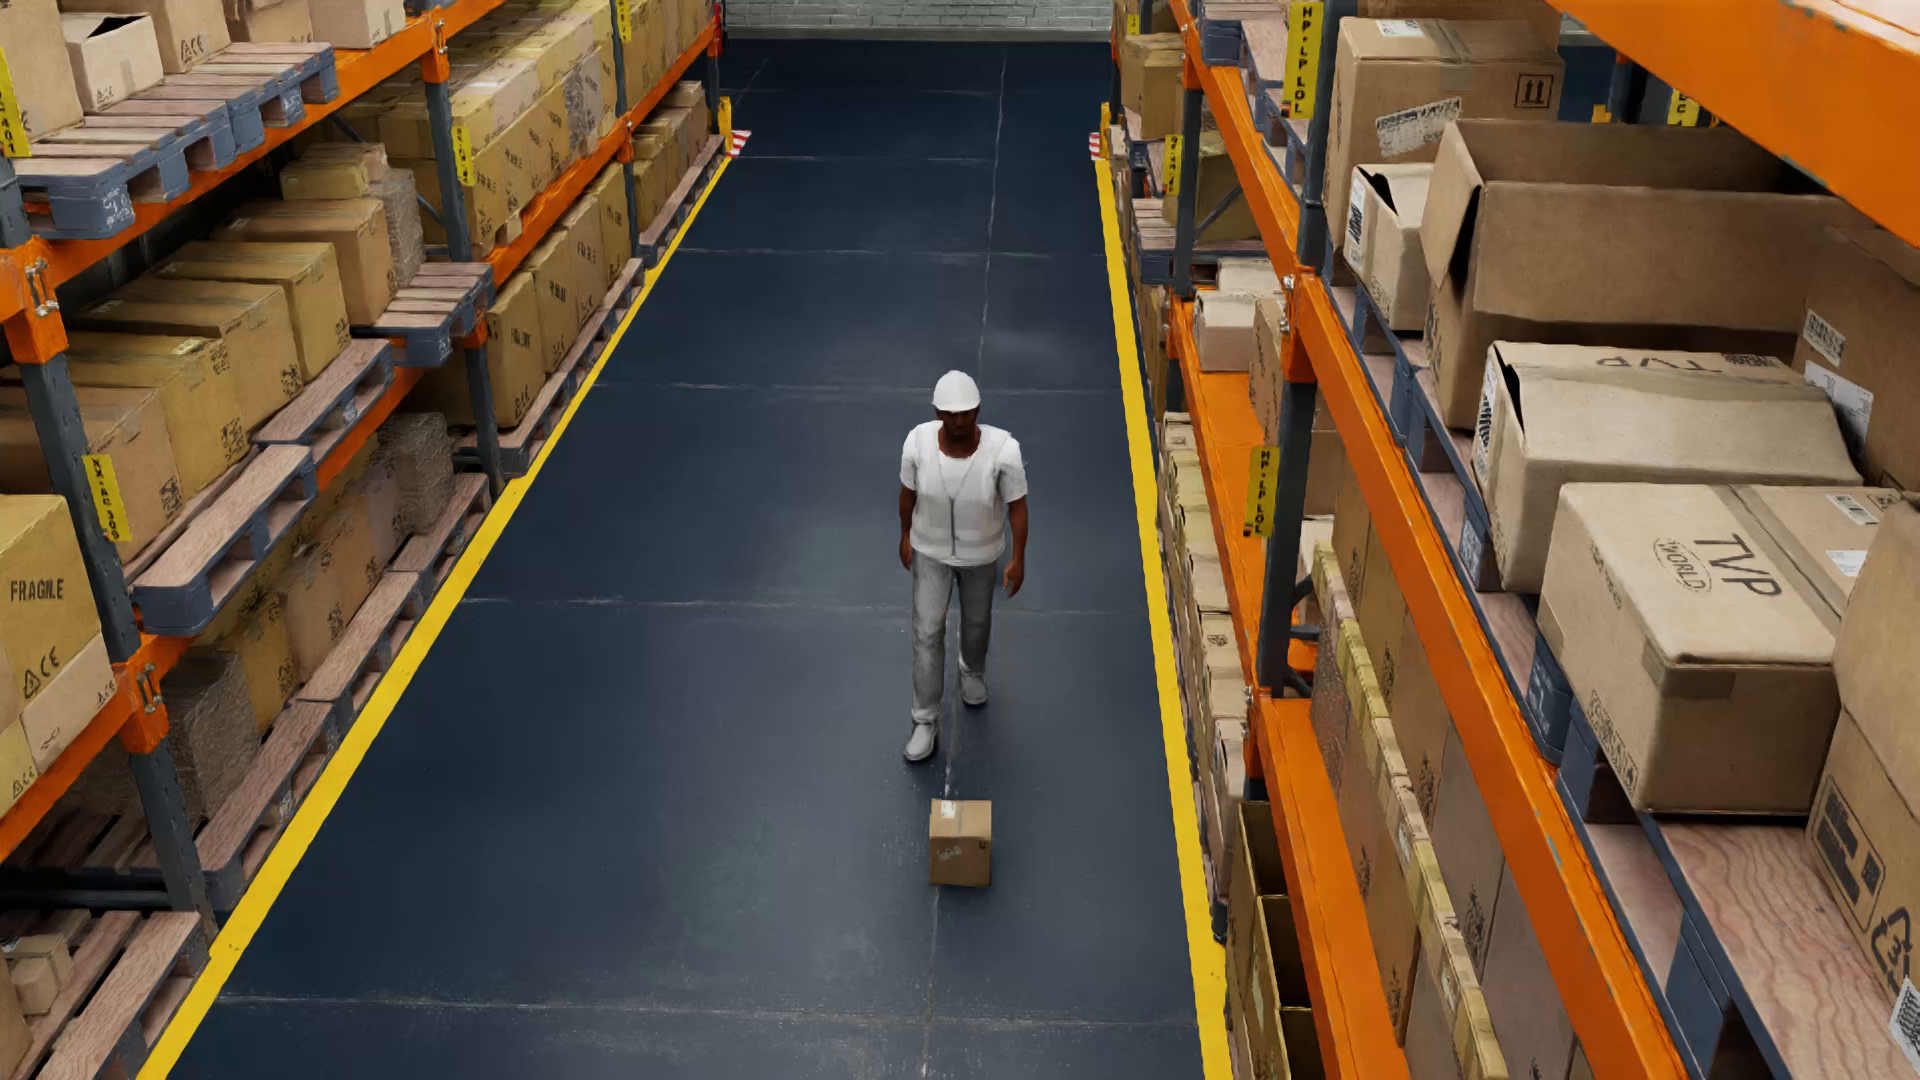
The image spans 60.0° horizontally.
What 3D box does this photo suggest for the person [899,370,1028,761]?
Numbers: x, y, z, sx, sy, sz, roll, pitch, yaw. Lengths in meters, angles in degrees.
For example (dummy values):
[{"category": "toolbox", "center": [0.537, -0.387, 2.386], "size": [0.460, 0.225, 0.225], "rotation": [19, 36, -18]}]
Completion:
[{"category": "person", "center": [0.004, 0.071, 7.439], "size": [0.597, 1.739, 0.795], "rotation": [2, 28, 3]}]
